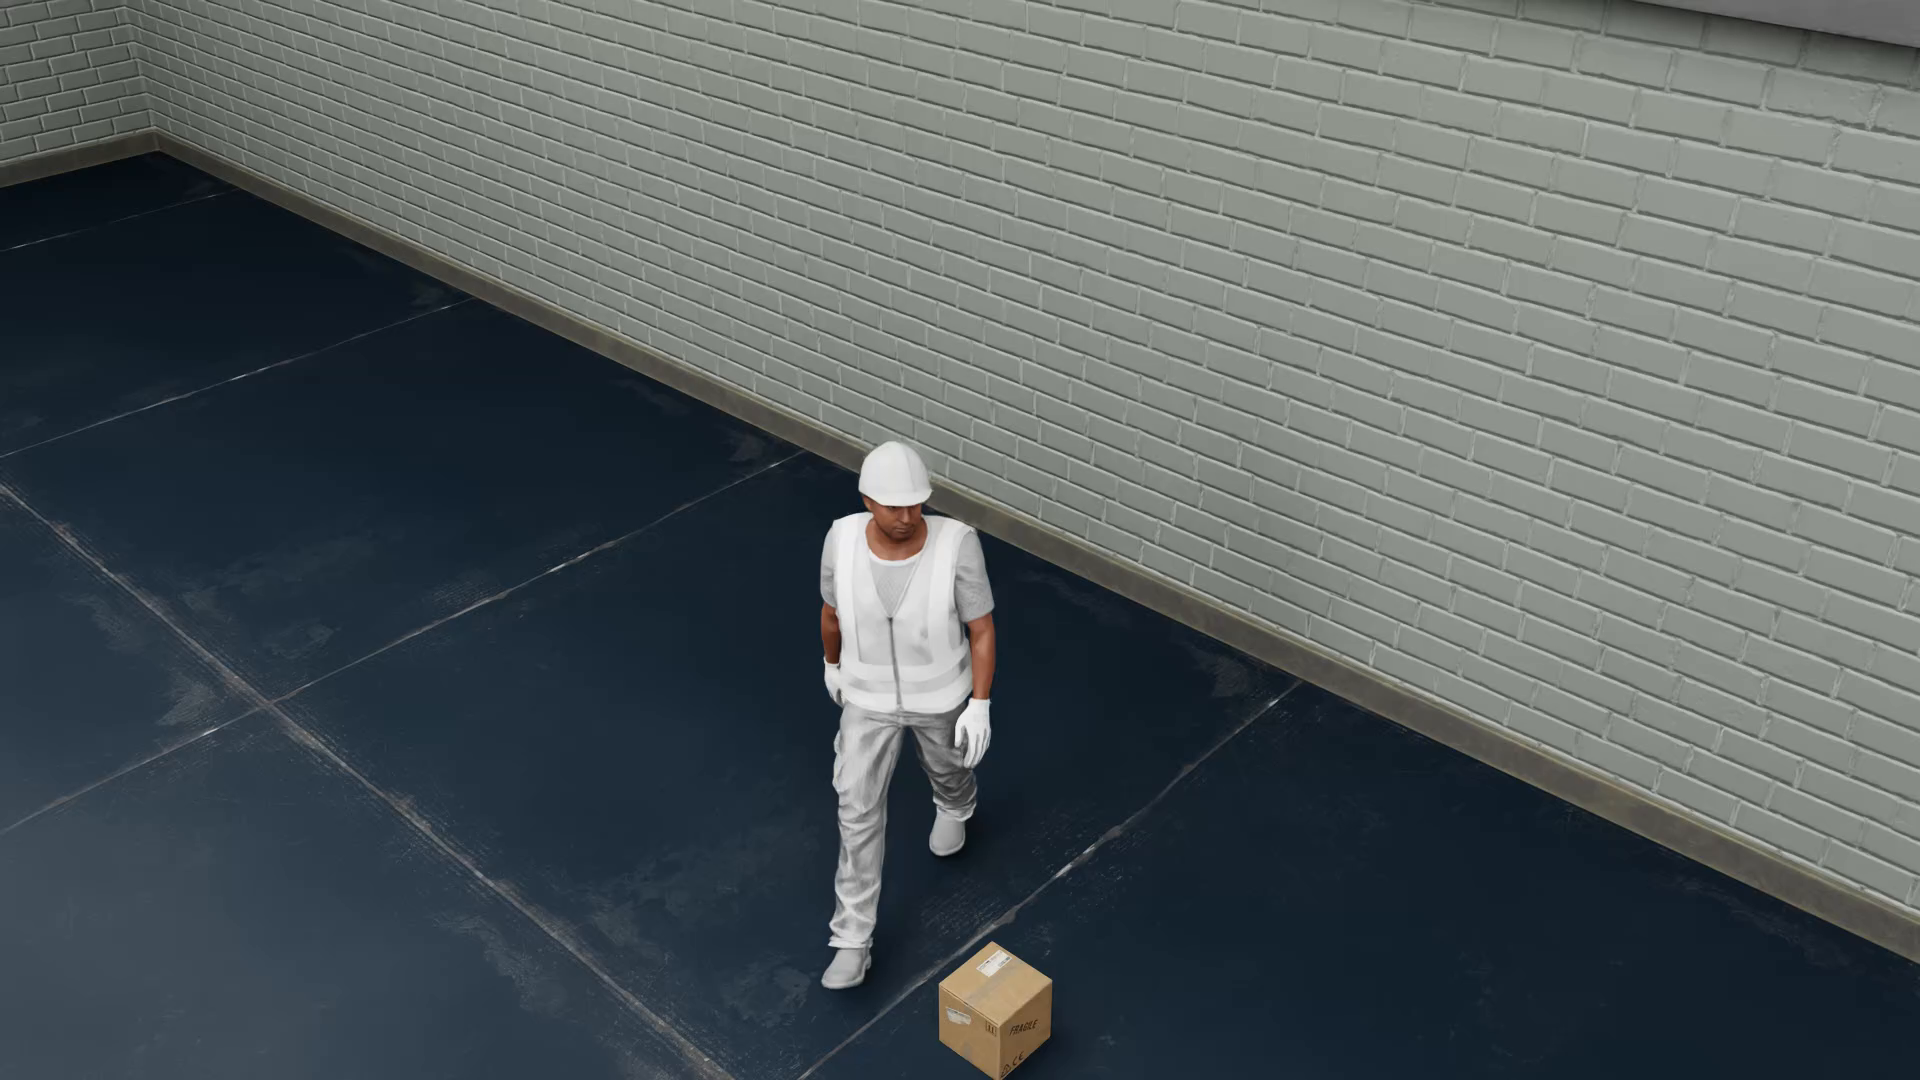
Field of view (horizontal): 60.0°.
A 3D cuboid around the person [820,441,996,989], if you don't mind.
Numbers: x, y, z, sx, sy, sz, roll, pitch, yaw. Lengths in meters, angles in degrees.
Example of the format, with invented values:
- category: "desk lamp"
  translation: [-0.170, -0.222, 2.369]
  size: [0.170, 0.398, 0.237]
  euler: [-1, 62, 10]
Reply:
- category: "person"
  translation: [-0.184, 0.524, 5.259]
  size: [0.586, 1.720, 1.058]
  euler: [2, 31, 4]
